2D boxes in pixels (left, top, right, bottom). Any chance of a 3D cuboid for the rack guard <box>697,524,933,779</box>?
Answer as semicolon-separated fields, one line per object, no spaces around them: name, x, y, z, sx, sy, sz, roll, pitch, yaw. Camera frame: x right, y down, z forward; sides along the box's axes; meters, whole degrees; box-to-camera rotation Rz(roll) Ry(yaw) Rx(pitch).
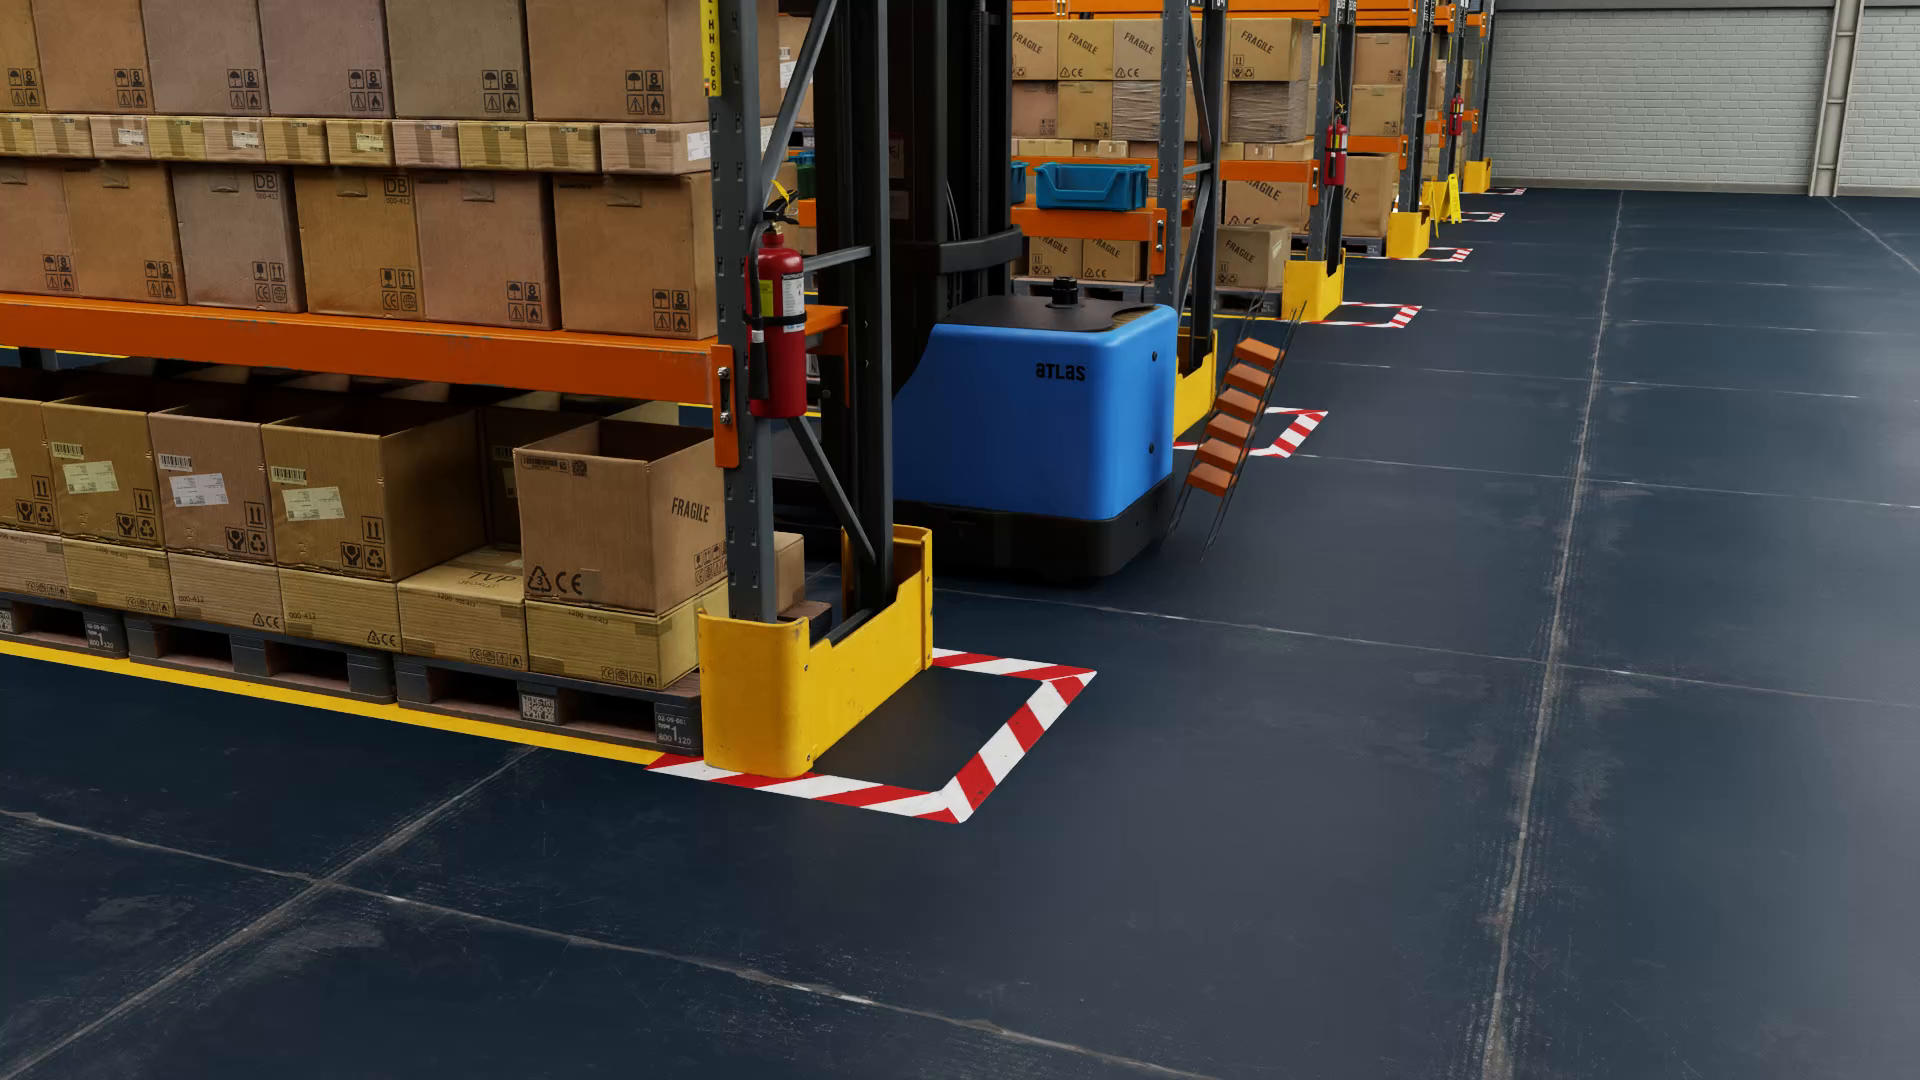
rack guard;-0.456;0.334;5.626;0.348;0.500;1.175;6;17;21

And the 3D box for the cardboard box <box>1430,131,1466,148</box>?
cardboard box;8.071;-6.623;27.493;0.500;0.250;0.500;7;18;22

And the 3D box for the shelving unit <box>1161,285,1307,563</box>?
shelving unit;1.186;-0.498;7.233;0.189;1.200;0.258;24;23;14

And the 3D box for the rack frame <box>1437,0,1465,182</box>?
rack frame;6.796;-6.008;22.988;0.127;3.000;1.000;6;17;21

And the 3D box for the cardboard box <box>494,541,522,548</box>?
cardboard box;-1.362;0.087;6.171;0.500;0.250;0.500;6;17;21

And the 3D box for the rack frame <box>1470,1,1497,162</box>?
rack frame;8.614;-7.296;27.424;0.127;3.000;1.000;6;17;21

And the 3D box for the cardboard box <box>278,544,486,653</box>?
cardboard box;-2.021;0.173;5.876;0.500;0.250;0.500;6;17;21

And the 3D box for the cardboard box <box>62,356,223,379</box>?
cardboard box;-3.227;-0.474;6.761;0.500;0.500;0.500;6;17;21

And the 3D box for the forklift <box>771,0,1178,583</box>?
forklift;-0.575;-1.476;7.499;3.031;2.935;1.130;7;18;22

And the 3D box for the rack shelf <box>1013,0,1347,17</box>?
rack shelf;1.300;-4.737;14.521;4.000;0.370;1.077;6;17;21

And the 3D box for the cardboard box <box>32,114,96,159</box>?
cardboard box;-3.070;-1.456;5.964;0.250;0.149;0.380;6;17;19

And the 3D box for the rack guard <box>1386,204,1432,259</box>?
rack guard;5.096;-3.511;18.870;0.348;0.500;1.175;6;17;21

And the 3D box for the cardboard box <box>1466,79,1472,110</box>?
cardboard box;8.255;-7.466;27.832;0.500;0.500;0.500;7;18;22

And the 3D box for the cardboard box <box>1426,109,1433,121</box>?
cardboard box;6.370;-5.870;22.964;0.250;0.149;0.380;7;18;22

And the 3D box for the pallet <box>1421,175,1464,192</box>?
pallet;7.887;-6.024;28.044;1.213;0.211;1.003;6;17;21

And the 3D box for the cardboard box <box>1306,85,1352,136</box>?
cardboard box;4.193;-4.862;18.774;0.550;0.550;0.875;6;17;21

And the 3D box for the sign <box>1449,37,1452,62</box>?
sign;6.574;-6.574;22.294;0.005;0.325;0.100;6;17;21

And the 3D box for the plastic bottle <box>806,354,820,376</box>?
plastic bottle;-0.880;-1.178;10.446;0.135;0.276;0.152;6;17;19

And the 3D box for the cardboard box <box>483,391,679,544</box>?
cardboard box;-1.361;-0.273;6.068;0.500;0.500;0.500;6;17;21

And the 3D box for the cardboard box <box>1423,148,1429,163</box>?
cardboard box;7.584;-6.440;27.757;0.500;0.250;0.500;6;17;20

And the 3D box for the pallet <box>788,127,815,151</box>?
pallet;-1.219;-3.871;15.970;1.213;0.211;1.003;6;17;21

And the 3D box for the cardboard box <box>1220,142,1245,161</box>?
cardboard box;2.335;-3.331;14.216;0.250;0.149;0.380;6;17;21

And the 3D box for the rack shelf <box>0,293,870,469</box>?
rack shelf;-2.339;-0.728;6.091;4.000;0.370;1.077;6;17;21

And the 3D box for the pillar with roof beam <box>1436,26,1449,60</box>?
pillar with roof beam;6.717;-9.365;23.792;0.400;9.000;9.100;6;17;21

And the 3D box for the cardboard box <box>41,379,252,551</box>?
cardboard box;-2.952;-0.288;6.120;0.500;0.500;0.500;6;17;21

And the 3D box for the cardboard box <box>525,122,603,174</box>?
cardboard box;-1.148;-1.244;5.237;0.250;0.149;0.380;7;18;22

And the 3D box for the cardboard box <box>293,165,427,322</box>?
cardboard box;-1.858;-1.073;5.809;0.500;0.500;0.700;6;17;21

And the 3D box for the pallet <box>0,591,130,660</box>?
pallet;-3.475;0.153;6.766;1.213;0.211;1.003;6;17;21

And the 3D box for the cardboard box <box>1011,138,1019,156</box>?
cardboard box;0.453;-3.519;14.867;0.250;0.149;0.380;6;17;21

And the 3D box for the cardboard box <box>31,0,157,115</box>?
cardboard box;-2.848;-1.802;5.996;0.500;0.500;0.700;6;17;21

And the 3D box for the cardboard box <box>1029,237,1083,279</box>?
cardboard box;0.938;-2.697;15.314;0.500;0.500;0.500;5;17;16

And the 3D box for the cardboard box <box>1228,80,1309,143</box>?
cardboard box;2.659;-3.692;14.298;0.500;0.500;0.875;6;17;21

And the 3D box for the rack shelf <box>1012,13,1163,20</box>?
rack shelf;1.215;-7.717;24.784;4.000;0.370;1.077;6;17;21

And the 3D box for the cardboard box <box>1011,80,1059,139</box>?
cardboard box;0.789;-3.890;14.981;0.500;0.500;0.875;6;17;21

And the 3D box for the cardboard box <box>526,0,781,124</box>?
cardboard box;-0.957;-1.596;5.286;0.500;0.500;0.700;6;17;21

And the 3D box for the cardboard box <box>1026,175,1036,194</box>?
cardboard box;0.743;-4.284;20.333;0.750;0.750;1.050;6;17;20

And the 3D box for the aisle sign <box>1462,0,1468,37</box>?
aisle sign;6.968;-7.330;22.881;0.004;0.787;0.394;6;17;21

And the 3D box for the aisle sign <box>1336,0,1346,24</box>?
aisle sign;3.108;-4.602;13.482;0.004;0.787;0.394;6;17;21

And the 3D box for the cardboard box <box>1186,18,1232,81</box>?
cardboard box;2.091;-4.150;14.084;0.500;0.500;0.500;6;17;21

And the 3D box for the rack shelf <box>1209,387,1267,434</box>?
rack shelf;1.208;-0.565;7.205;0.180;0.103;0.258;24;23;14

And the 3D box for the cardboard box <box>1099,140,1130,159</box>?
cardboard box;1.385;-3.419;14.520;0.250;0.149;0.380;6;17;21

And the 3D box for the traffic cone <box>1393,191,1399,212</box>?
traffic cone;5.923;-4.499;22.341;0.334;0.463;0.336;6;17;21

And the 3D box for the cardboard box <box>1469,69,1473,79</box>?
cardboard box;8.394;-7.757;27.671;0.250;0.149;0.380;6;17;19

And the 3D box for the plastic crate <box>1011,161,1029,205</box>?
plastic crate;0.165;-2.123;9.873;0.408;0.251;0.499;6;17;21

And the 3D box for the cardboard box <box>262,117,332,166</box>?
cardboard box;-2.109;-1.350;5.601;0.250;0.149;0.380;7;18;22

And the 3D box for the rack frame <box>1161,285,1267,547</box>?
rack frame;1.105;-0.534;7.256;0.006;1.200;0.240;24;23;14

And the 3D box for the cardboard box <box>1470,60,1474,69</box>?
cardboard box;8.380;-7.888;27.587;0.250;0.149;0.380;6;17;20

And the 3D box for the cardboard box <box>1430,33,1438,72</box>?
cardboard box;6.241;-6.674;22.778;0.500;0.500;0.700;6;17;19

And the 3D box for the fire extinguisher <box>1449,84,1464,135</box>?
fire extinguisher;6.734;-5.839;22.547;0.183;0.674;0.296;6;17;21
